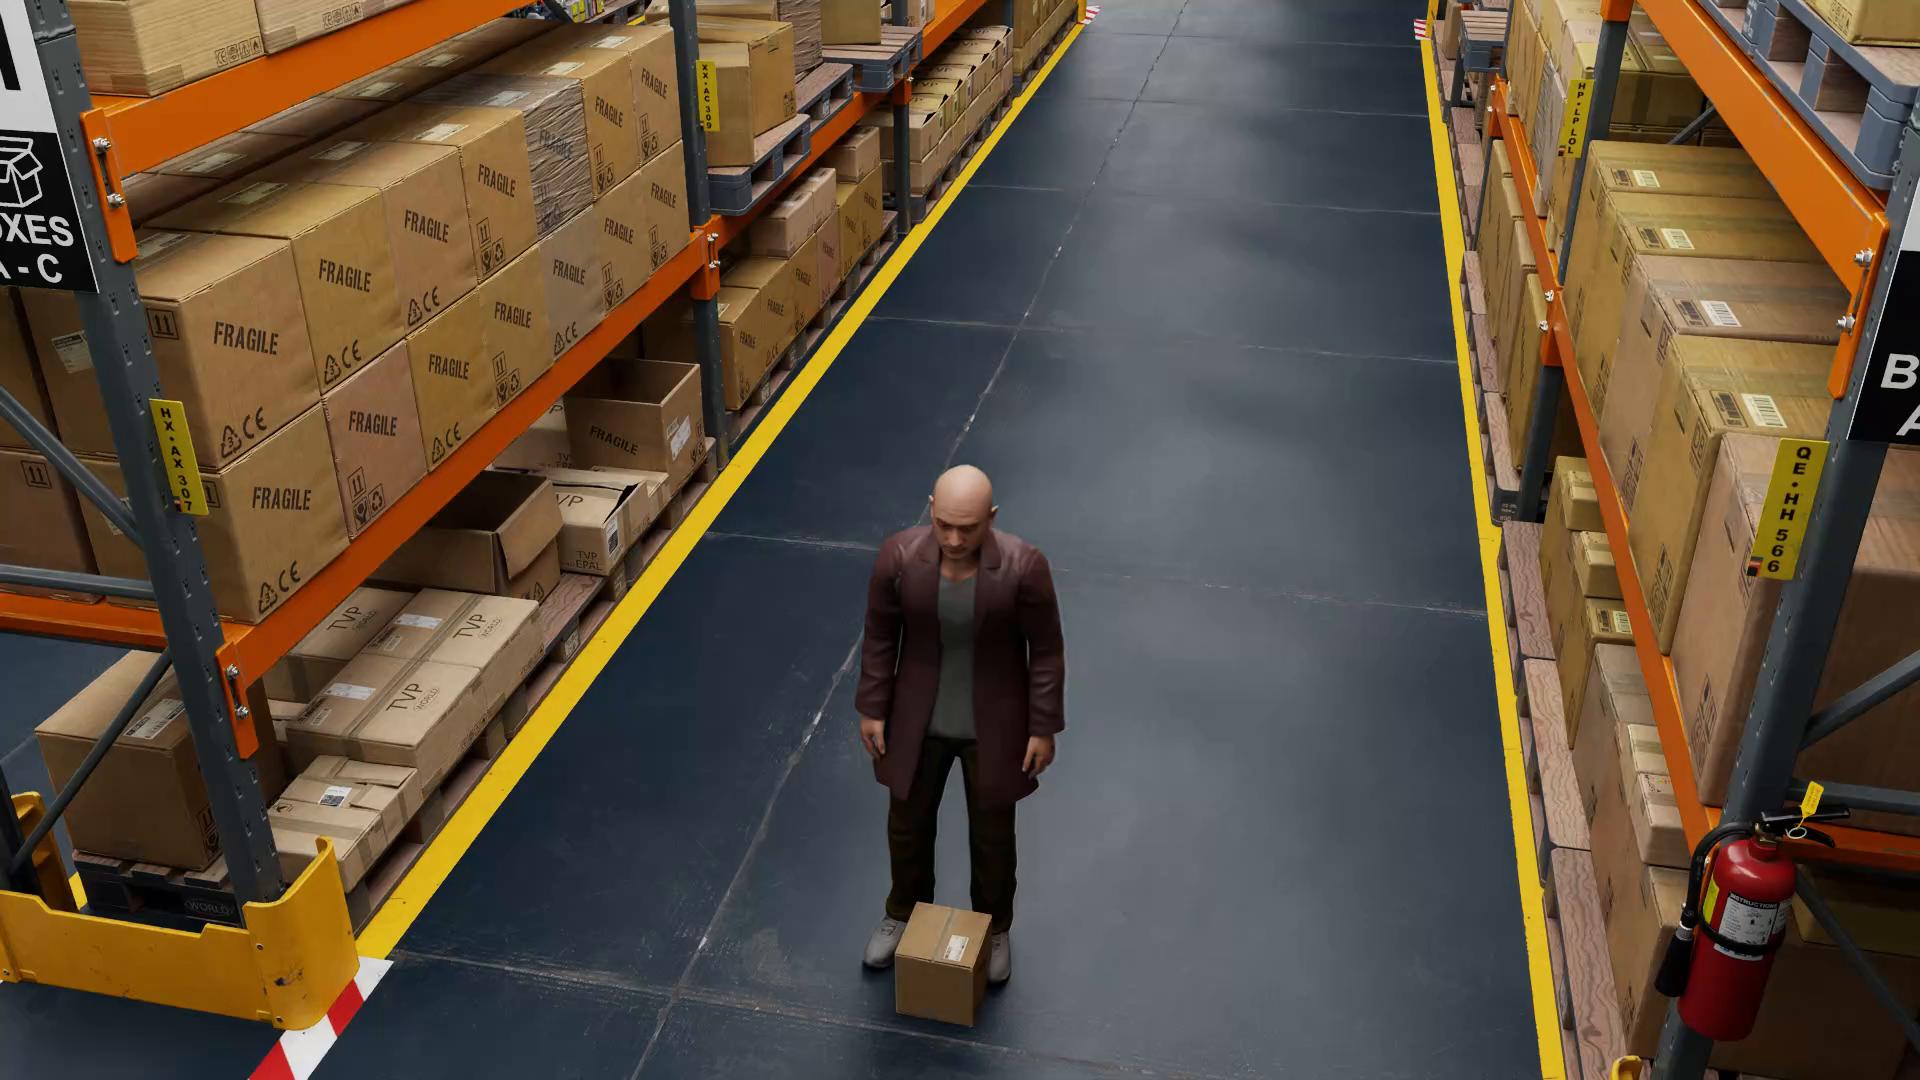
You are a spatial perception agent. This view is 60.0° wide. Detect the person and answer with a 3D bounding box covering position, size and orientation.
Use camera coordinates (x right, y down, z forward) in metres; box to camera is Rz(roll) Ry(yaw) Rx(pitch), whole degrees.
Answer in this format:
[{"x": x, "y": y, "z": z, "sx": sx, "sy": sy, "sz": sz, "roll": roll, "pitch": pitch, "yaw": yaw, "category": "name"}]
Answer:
[{"x": -0.002, "y": 0.642, "z": 5.159, "sx": 0.652, "sy": 1.577, "sz": 0.417, "roll": 5, "pitch": 29, "yaw": 10, "category": "person"}]
